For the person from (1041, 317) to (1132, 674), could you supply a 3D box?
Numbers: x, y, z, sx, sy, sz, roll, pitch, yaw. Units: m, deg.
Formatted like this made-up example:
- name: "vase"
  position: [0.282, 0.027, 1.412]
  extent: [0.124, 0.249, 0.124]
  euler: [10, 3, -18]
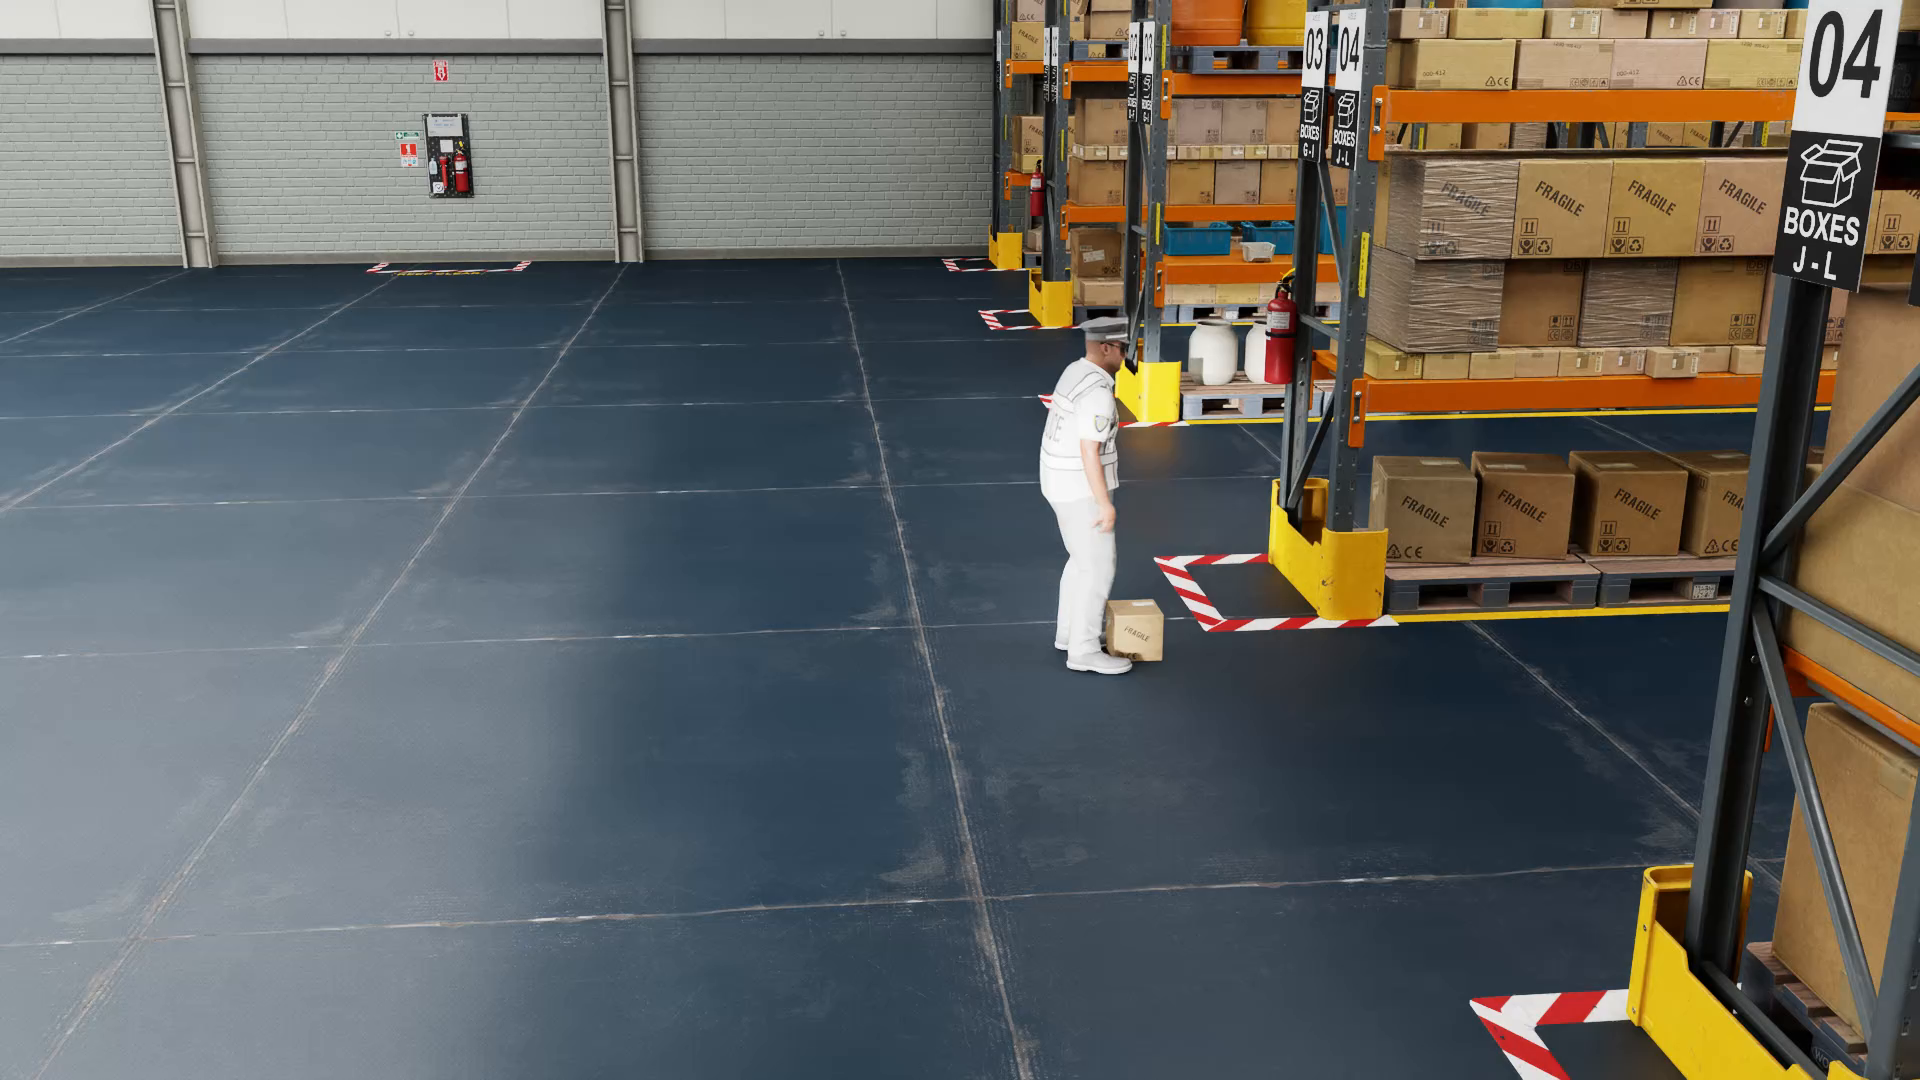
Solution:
- name: "person"
  position: [0.629, -0.242, 8.337]
  extent: [0.435, 1.748, 0.590]
  euler: [-2, 17, -6]
